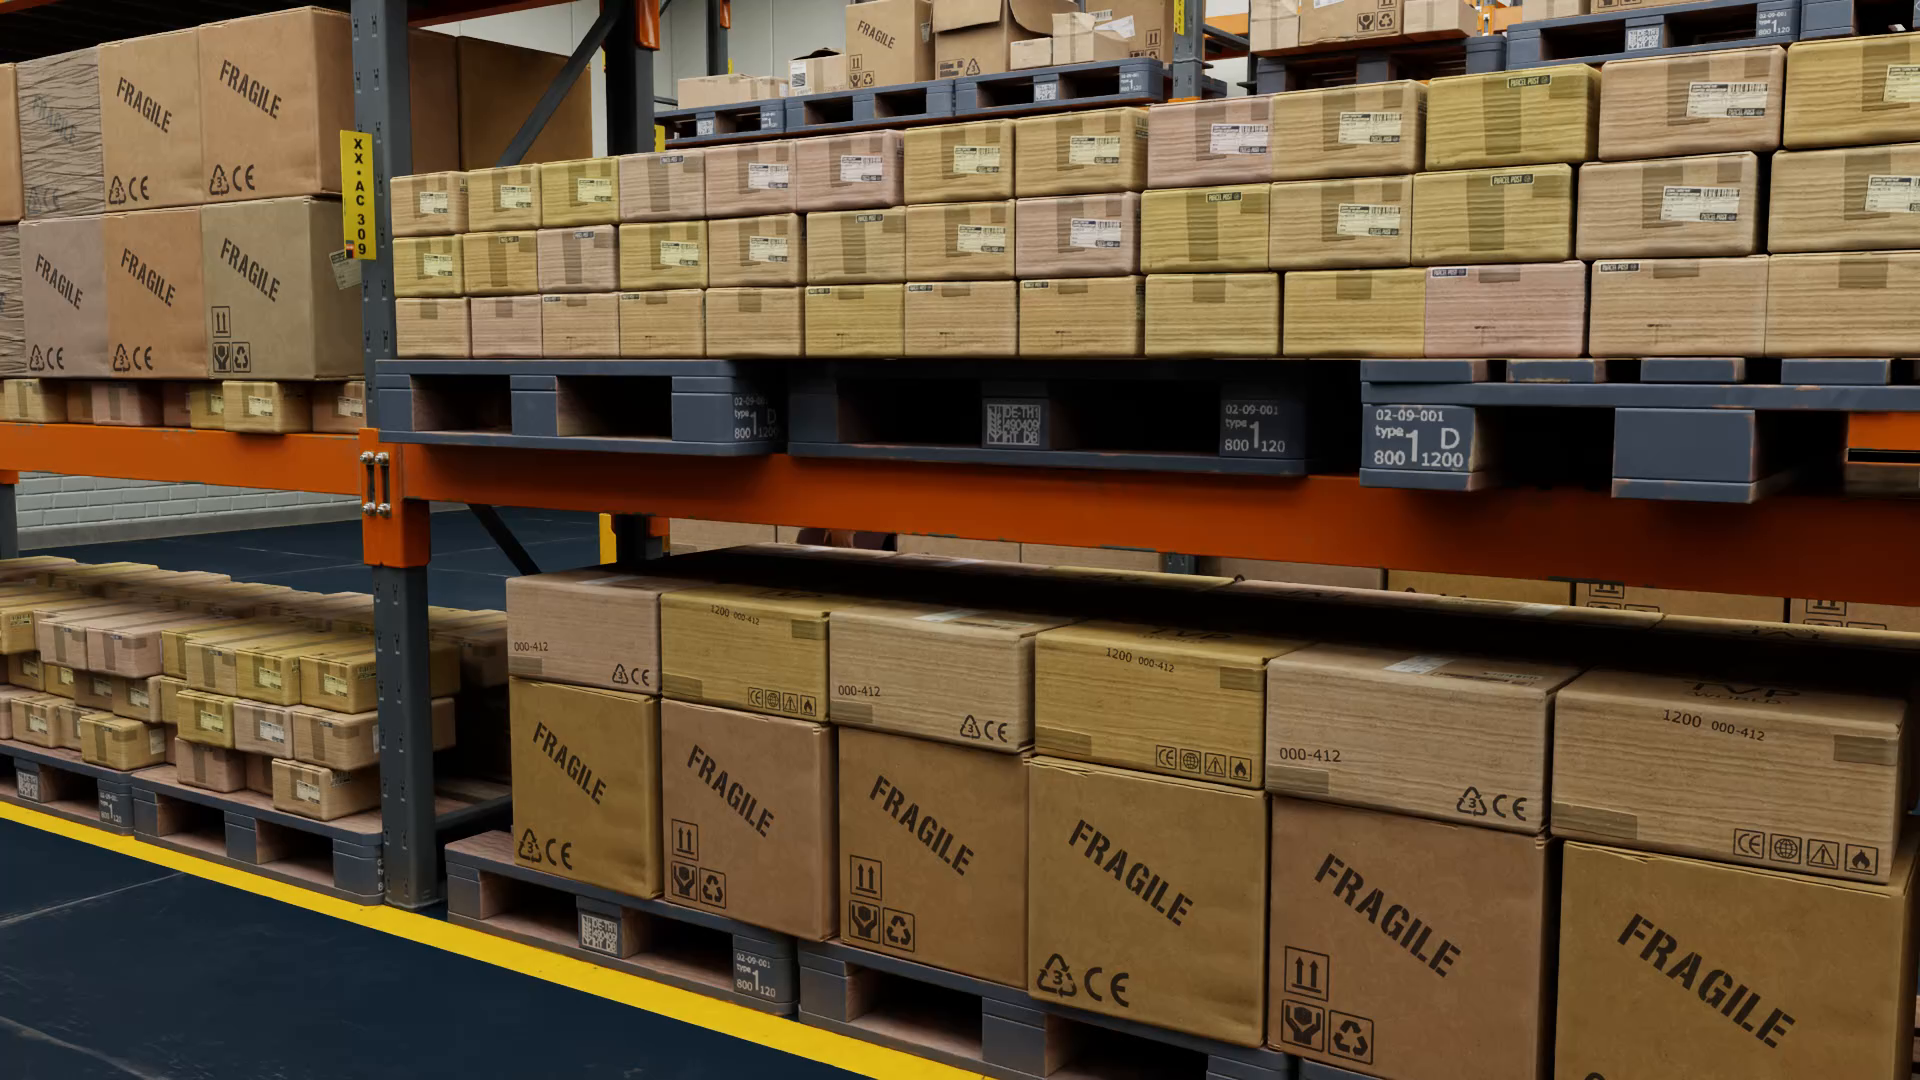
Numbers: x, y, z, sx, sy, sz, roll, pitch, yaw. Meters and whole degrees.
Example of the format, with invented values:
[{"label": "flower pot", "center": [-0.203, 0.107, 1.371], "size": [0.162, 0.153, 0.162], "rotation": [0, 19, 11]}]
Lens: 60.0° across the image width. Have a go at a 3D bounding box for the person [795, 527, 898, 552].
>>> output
[{"label": "person", "center": [-0.405, -0.076, 6.354], "size": [0.469, 1.793, 0.645], "rotation": [1, 6, 7]}]
